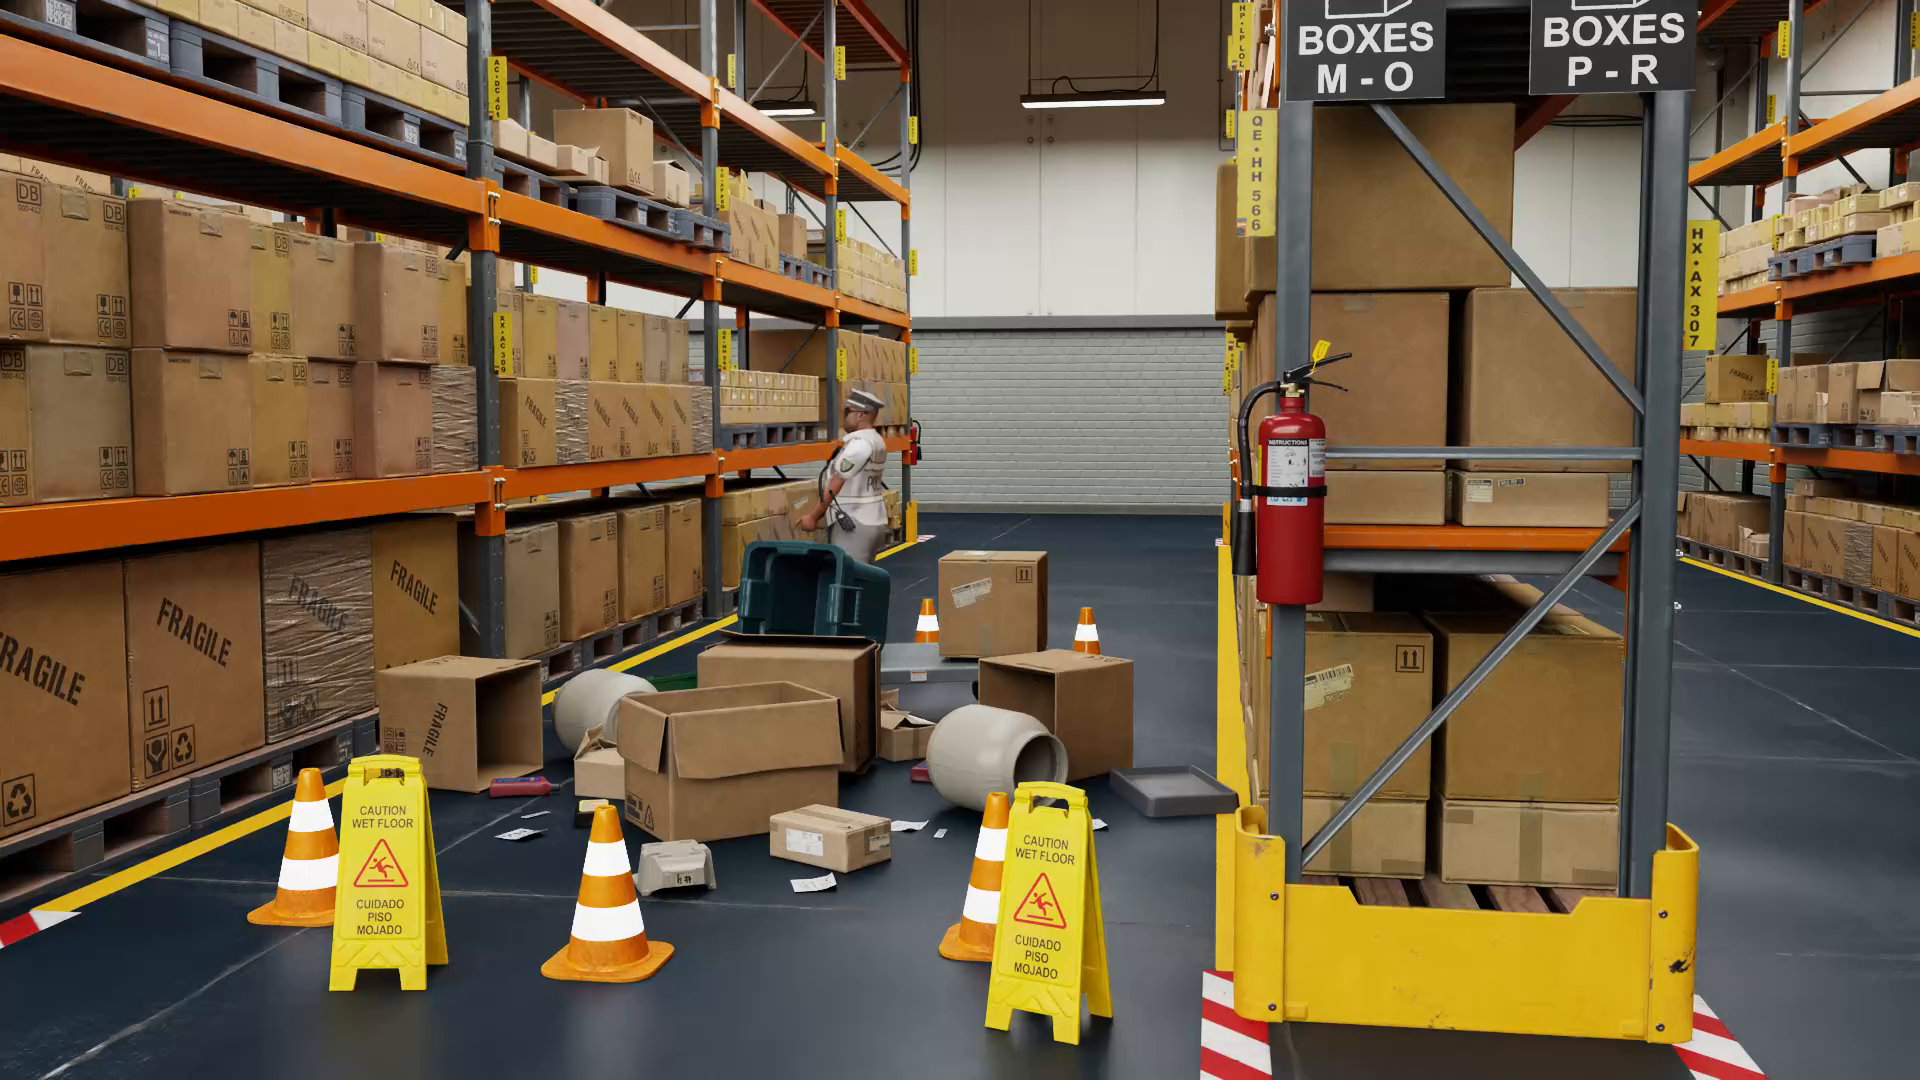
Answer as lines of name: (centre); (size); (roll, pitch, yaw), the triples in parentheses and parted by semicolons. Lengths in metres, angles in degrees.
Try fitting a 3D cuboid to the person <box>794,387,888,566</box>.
person: (-0.739, -0.071, 10.422); (0.556, 1.767, 0.494); (1, 4, 10)
